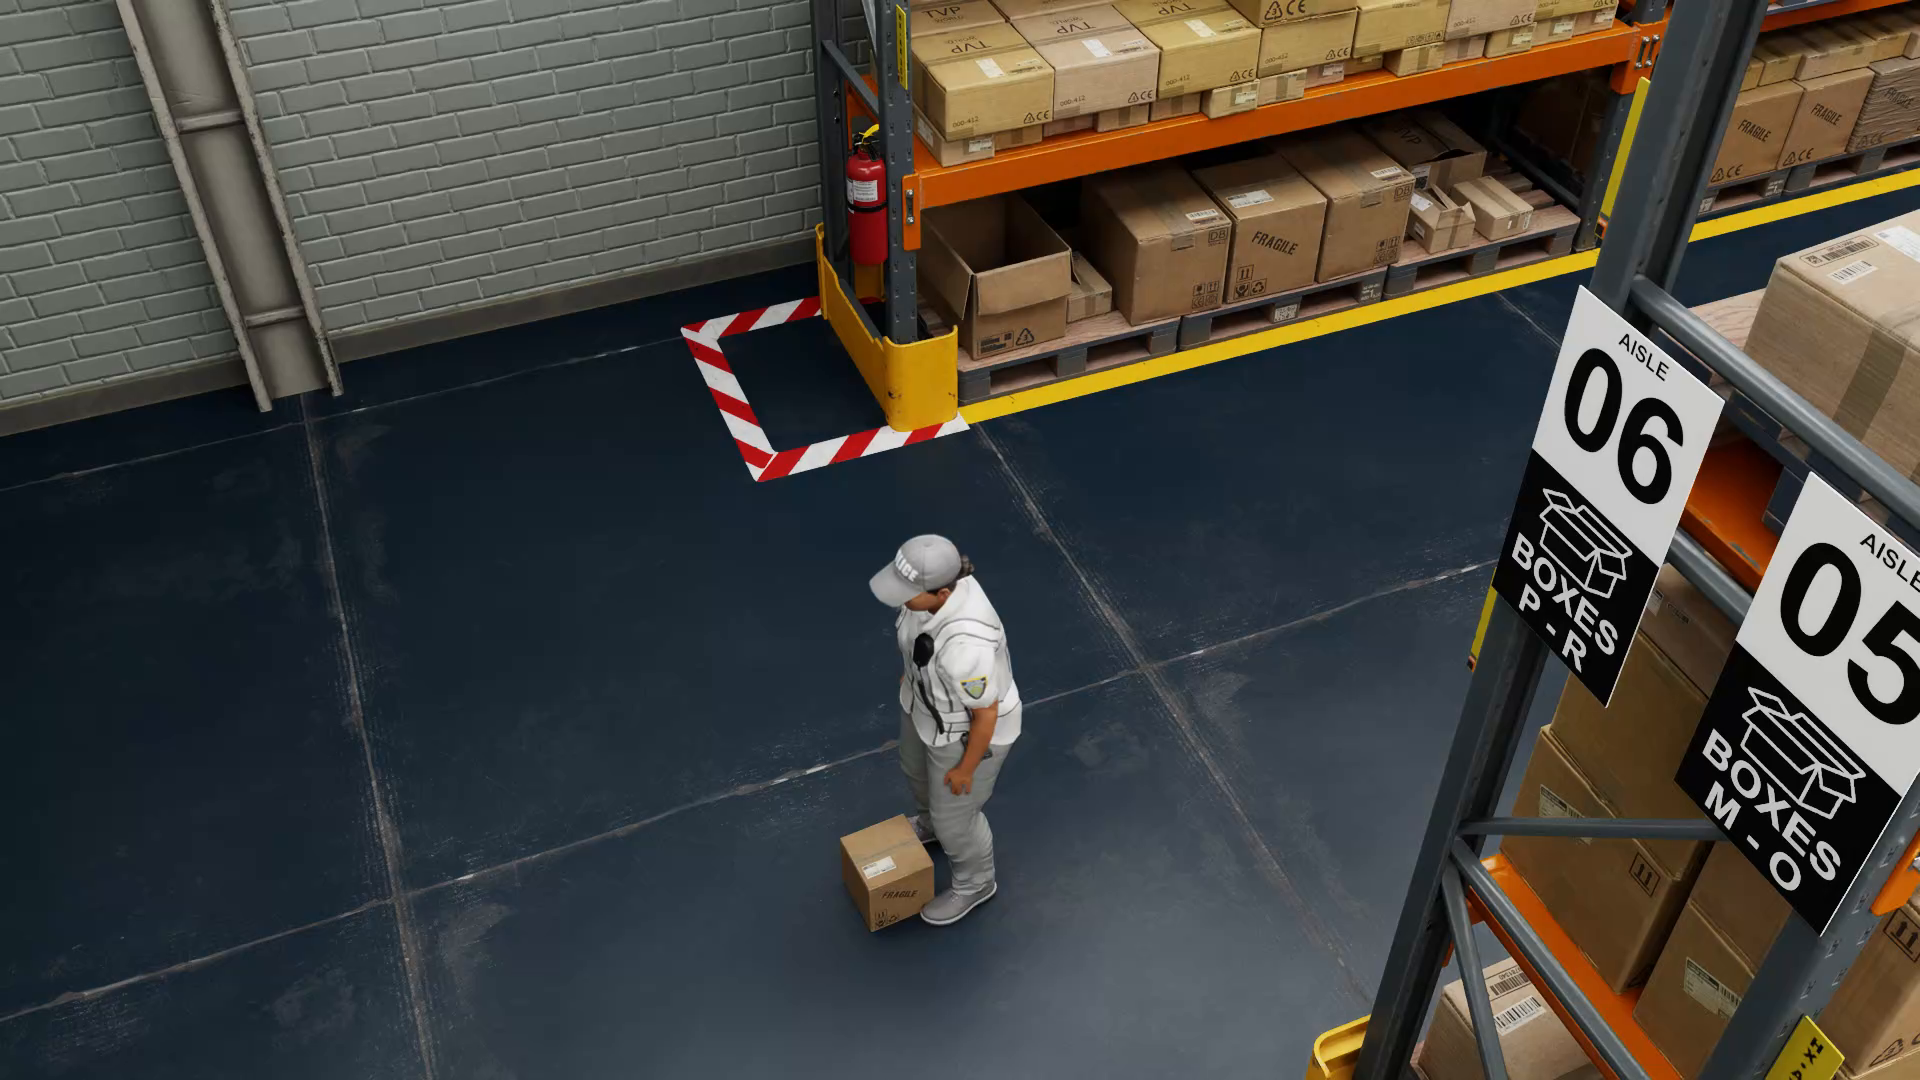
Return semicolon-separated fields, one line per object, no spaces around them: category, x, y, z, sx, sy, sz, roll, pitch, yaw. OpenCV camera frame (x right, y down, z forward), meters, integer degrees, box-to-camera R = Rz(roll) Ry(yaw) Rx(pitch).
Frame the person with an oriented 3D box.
person;-0.057;0.594;5.494;0.466;1.667;0.539;-15;44;-16
